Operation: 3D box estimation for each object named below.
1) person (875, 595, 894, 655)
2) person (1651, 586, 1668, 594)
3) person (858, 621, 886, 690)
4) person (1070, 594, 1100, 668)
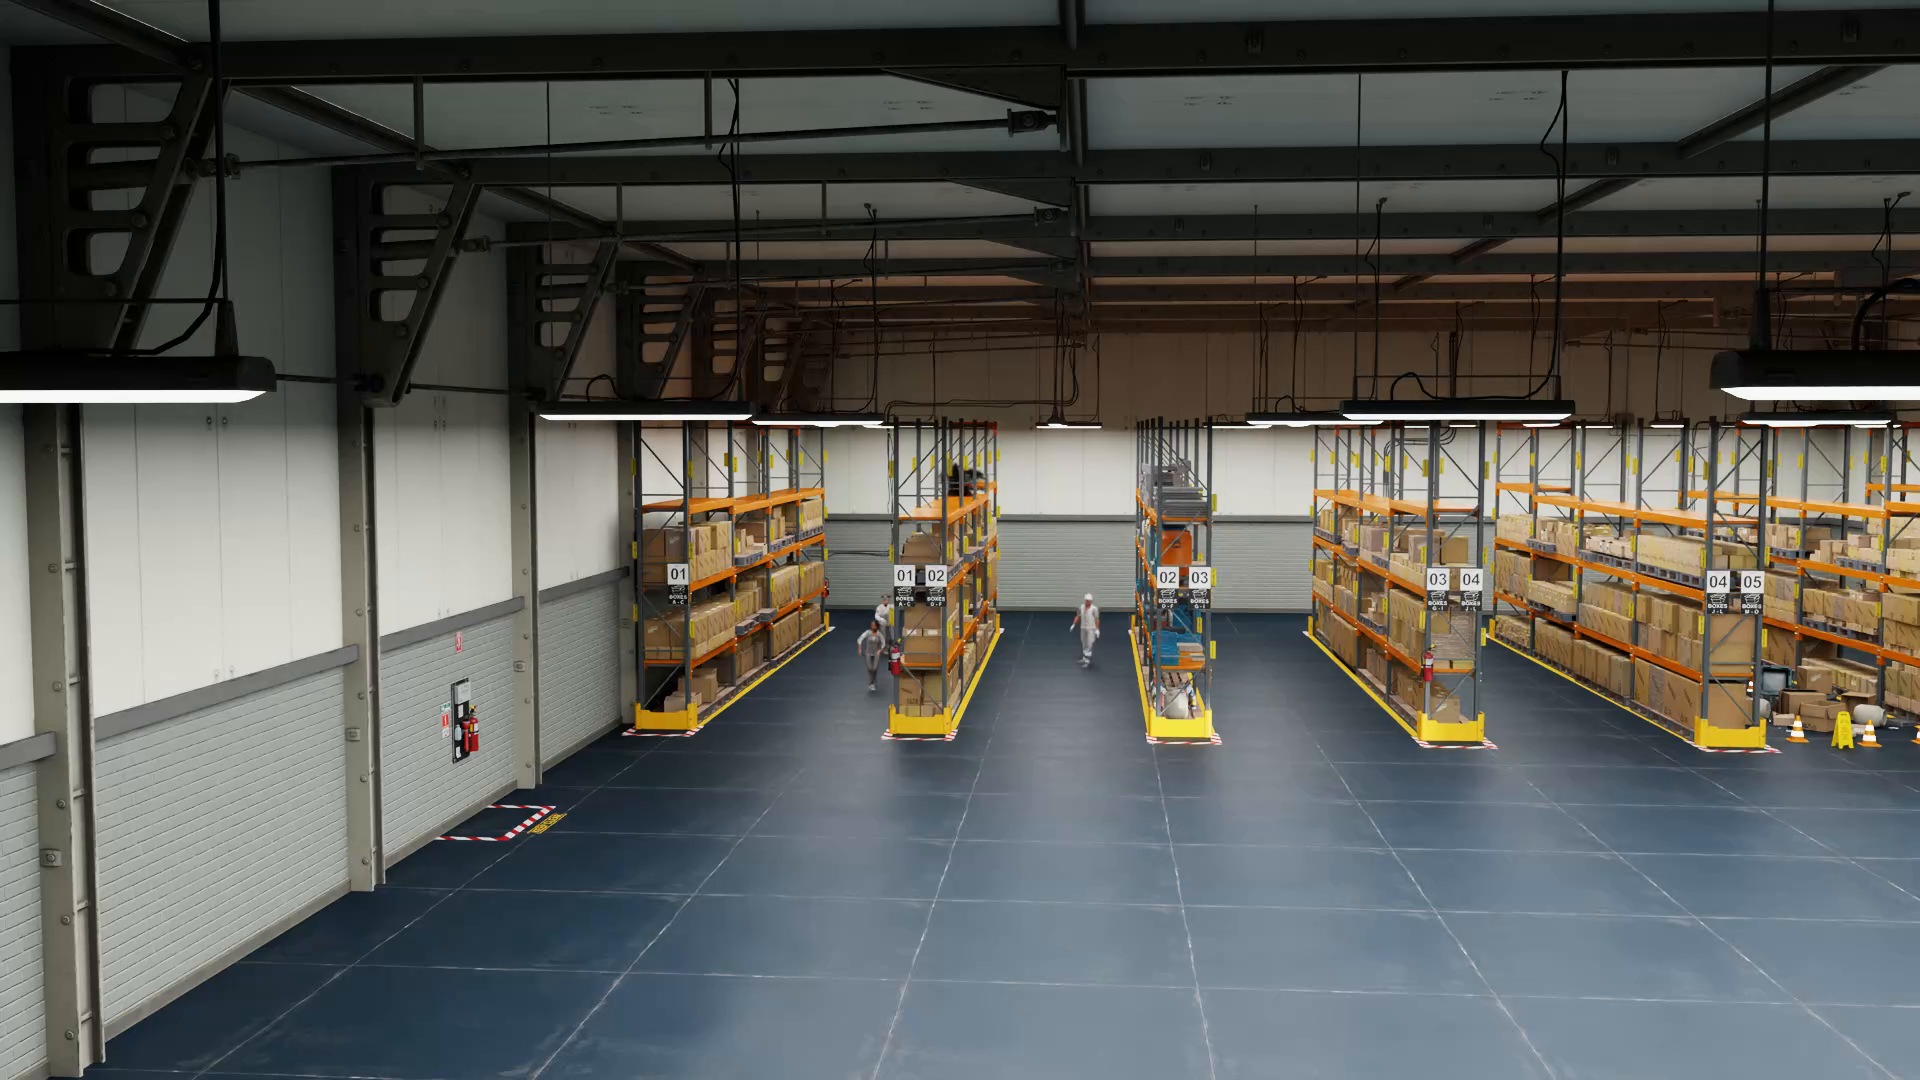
[{"bbox_3d":[-1.869,2.168,42.432,0.599,1.580,0.743,0,4,-6],"label":"person"},{"bbox_3d":[19.806,1.762,47.289,0.848,1.789,0.723,1,4,18],"label":"person"},{"bbox_3d":[-1.948,2.550,36.786,0.610,1.556,0.506,0,4,-4],"label":"person"},{"bbox_3d":[3.070,2.196,40.574,0.735,1.779,0.770,3,5,36],"label":"person"}]
